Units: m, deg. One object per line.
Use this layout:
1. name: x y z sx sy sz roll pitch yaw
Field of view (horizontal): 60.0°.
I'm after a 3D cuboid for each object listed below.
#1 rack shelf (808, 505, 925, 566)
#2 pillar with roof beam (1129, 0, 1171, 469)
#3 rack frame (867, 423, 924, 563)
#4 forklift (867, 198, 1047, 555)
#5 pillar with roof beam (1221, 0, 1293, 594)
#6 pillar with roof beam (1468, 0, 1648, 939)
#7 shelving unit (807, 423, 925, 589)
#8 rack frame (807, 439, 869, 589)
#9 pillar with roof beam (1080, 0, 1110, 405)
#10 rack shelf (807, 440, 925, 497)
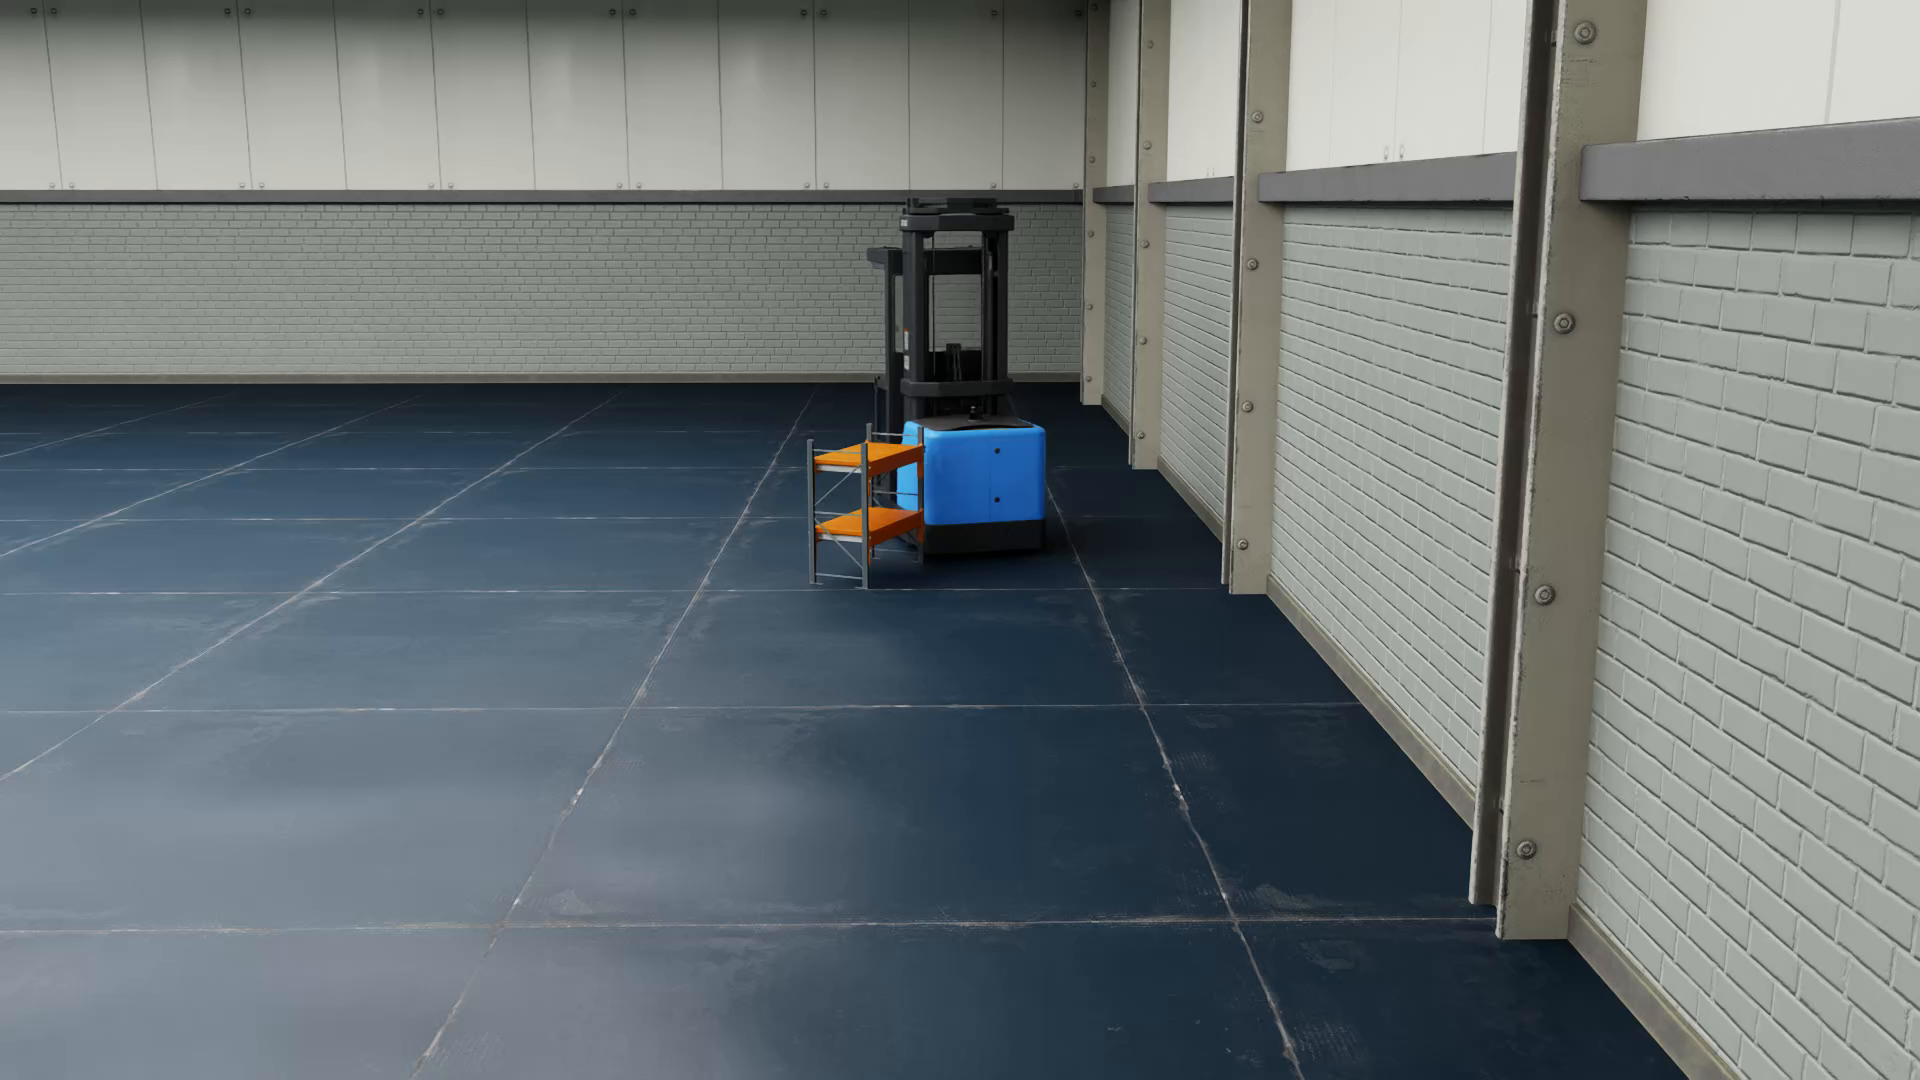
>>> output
1. rack shelf: -0.728 -0.049 13.201 0.538 0.278 1.000 5 12 23
2. pillar with roof beam: -2.238 -5.217 17.641 9.100 9.000 0.400 0 11 -1
3. rack frame: -0.527 -0.382 13.610 0.500 1.125 0.032 5 12 23
4. forklift: -0.195 -1.562 14.889 1.130 2.935 3.031 -4 12 -17
5. pillar with roof beam: -2.114 -4.024 11.762 9.100 9.000 0.400 0 11 -1
6. pillar with roof beam: -1.990 -2.831 5.883 9.100 9.000 0.400 0 11 -1
7. shelving unit: -0.728 -0.289 13.153 0.538 1.125 1.048 5 12 23
8. rack frame: -0.929 -0.196 12.695 0.500 1.125 0.032 5 12 23
9. pillar with roof beam: -2.362 -6.410 23.520 9.100 9.000 0.400 0 11 -1
10. rack shelf: -0.728 -0.575 13.095 0.538 0.278 1.000 5 12 23
